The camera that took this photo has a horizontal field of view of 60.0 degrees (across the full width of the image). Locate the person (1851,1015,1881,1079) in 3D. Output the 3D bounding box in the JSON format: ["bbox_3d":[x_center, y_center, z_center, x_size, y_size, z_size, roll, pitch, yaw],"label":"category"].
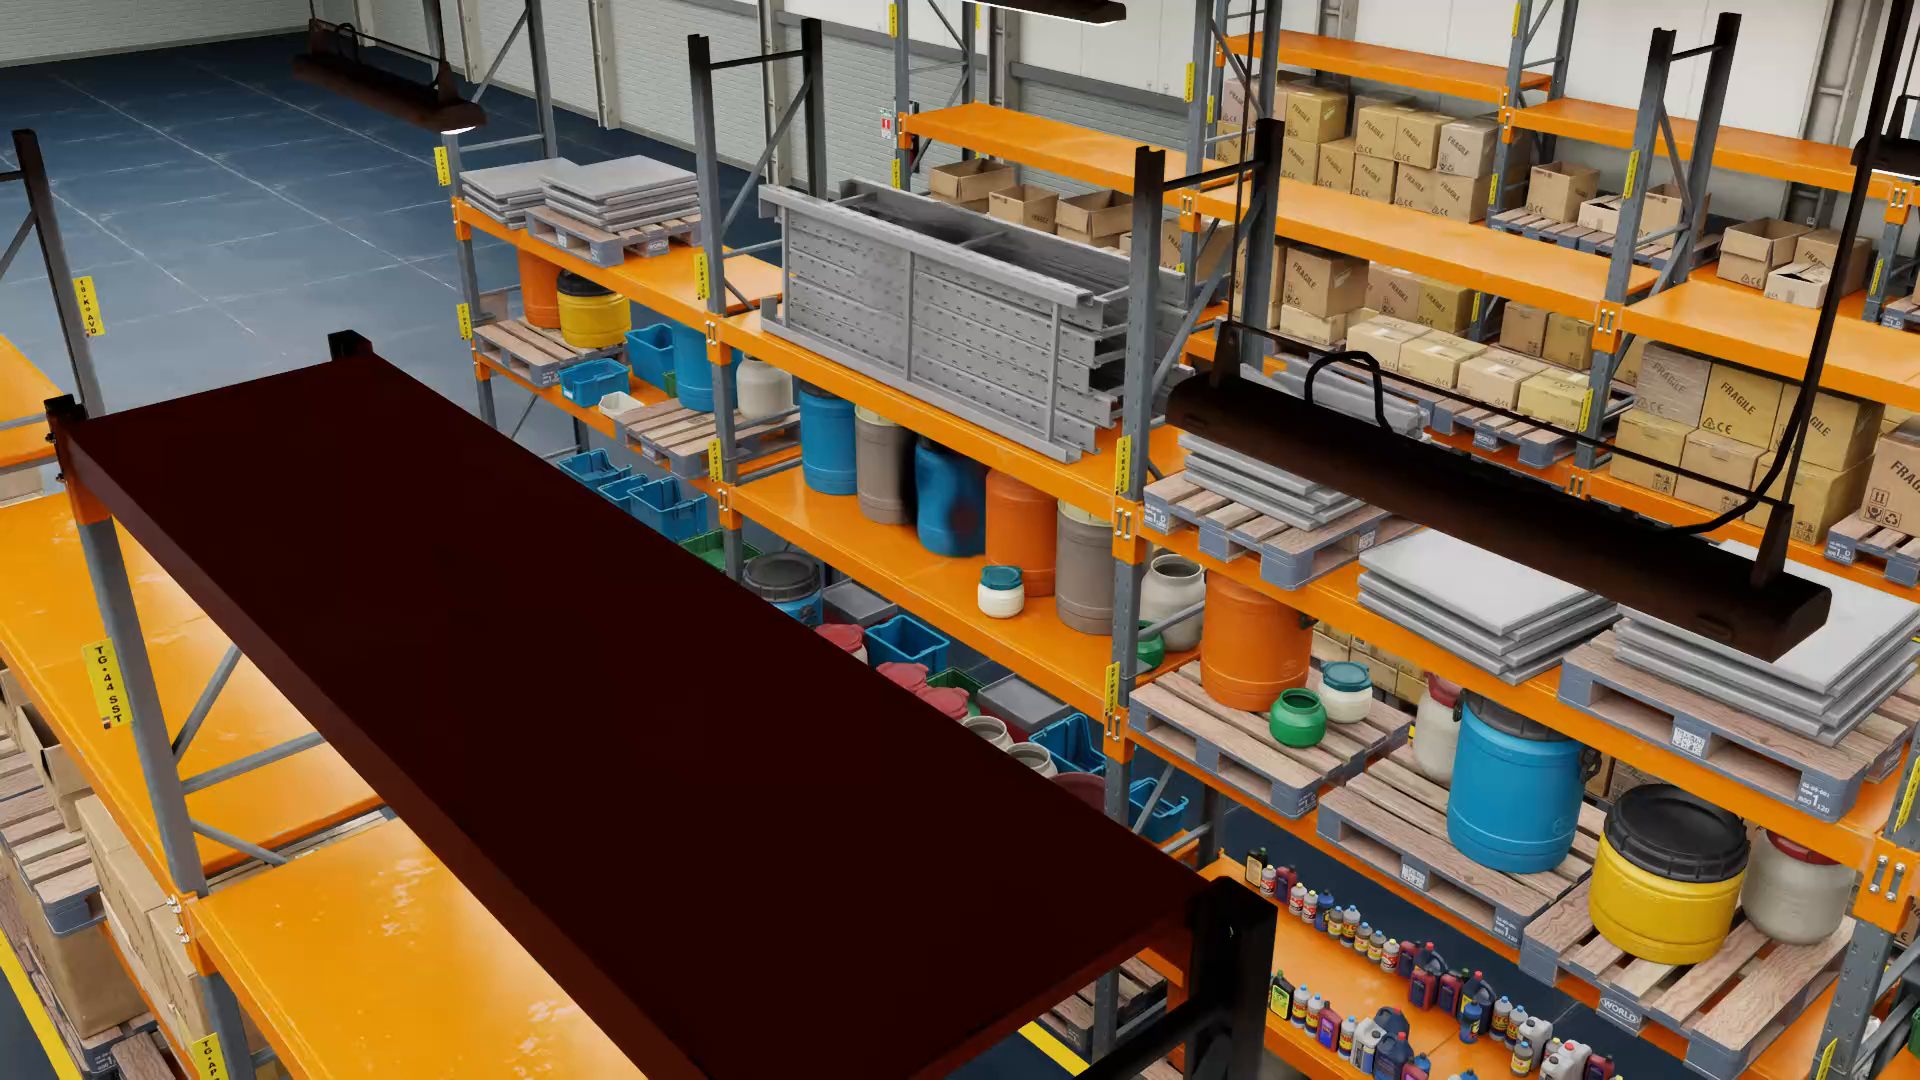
[{"bbox_3d":[4.860,3.201,9.355,0.640,1.814,0.726,-15,31,-27],"label":"person"}]
